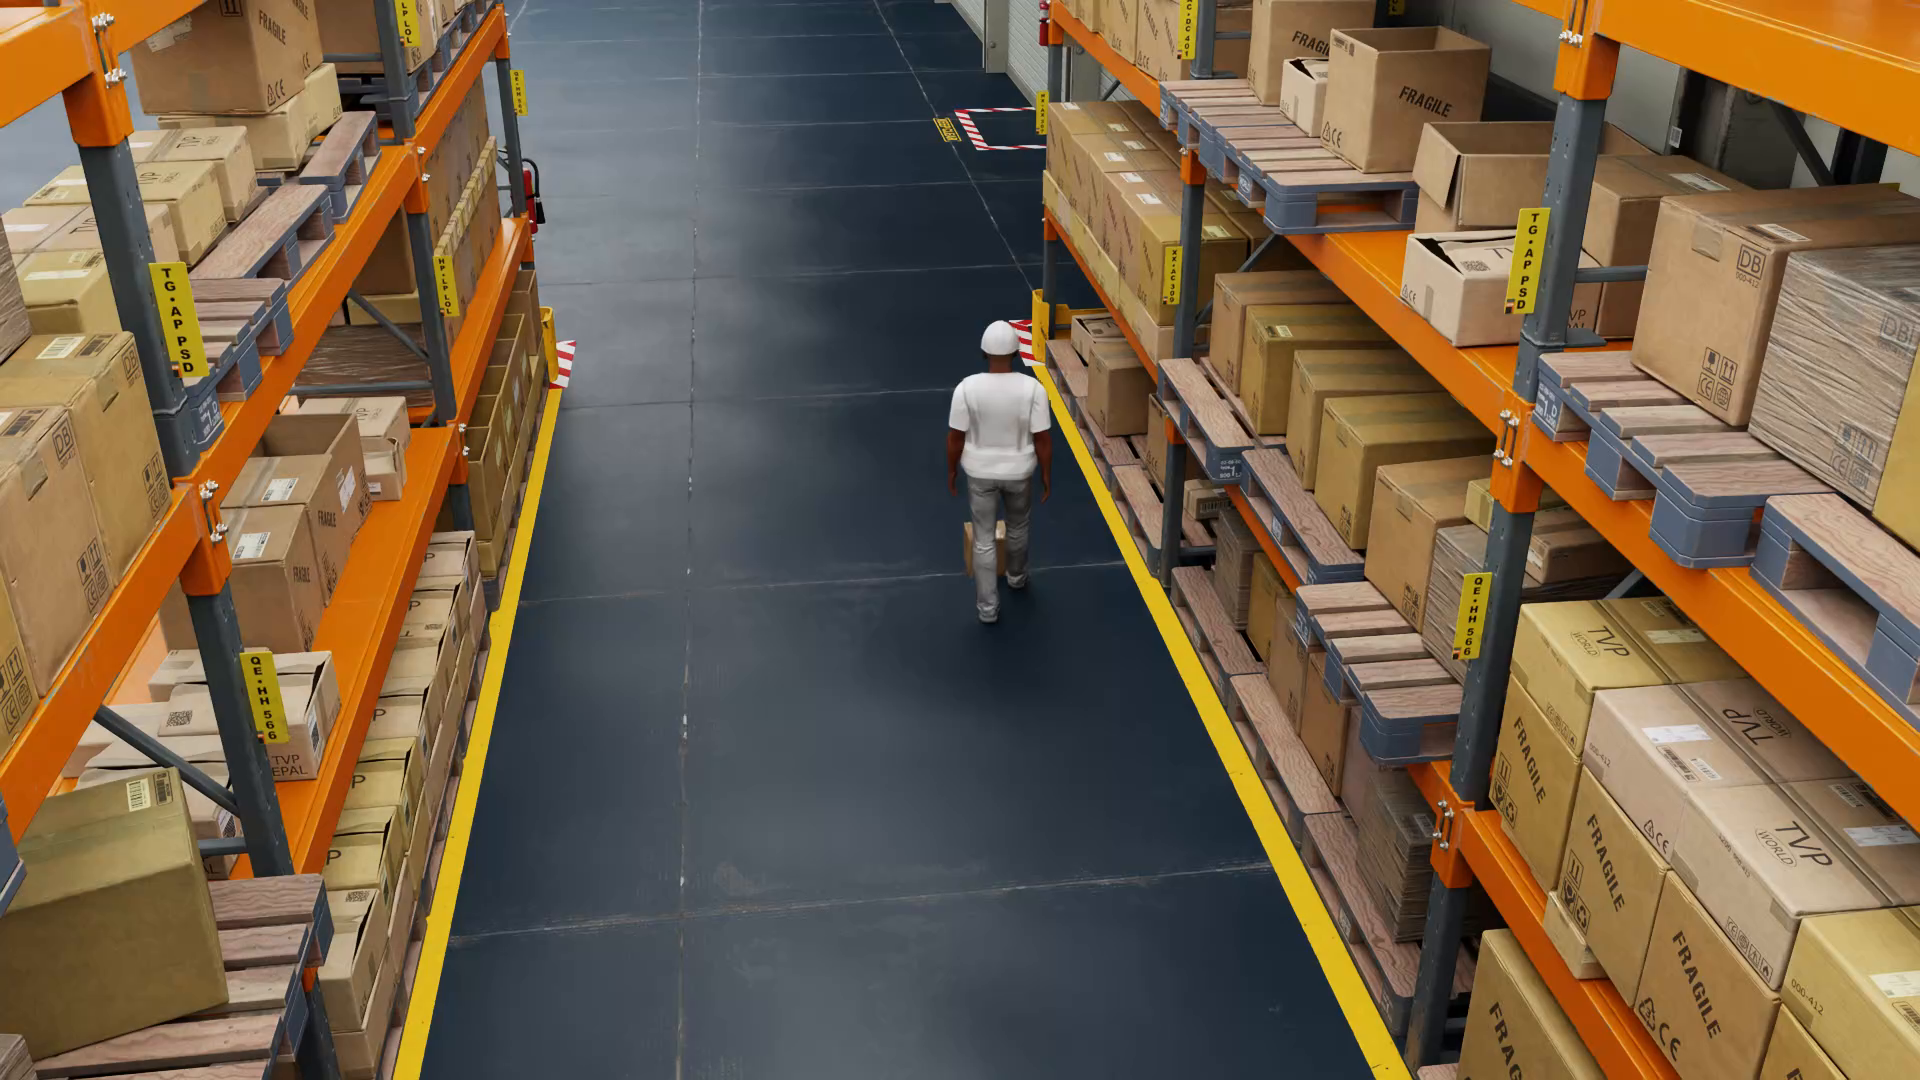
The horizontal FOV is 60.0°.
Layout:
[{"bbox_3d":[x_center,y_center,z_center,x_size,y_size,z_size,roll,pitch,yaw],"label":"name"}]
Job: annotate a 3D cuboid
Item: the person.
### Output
[{"bbox_3d":[0.219,-0.448,9.470,0.590,1.756,0.741,0,27,0],"label":"person"}]
